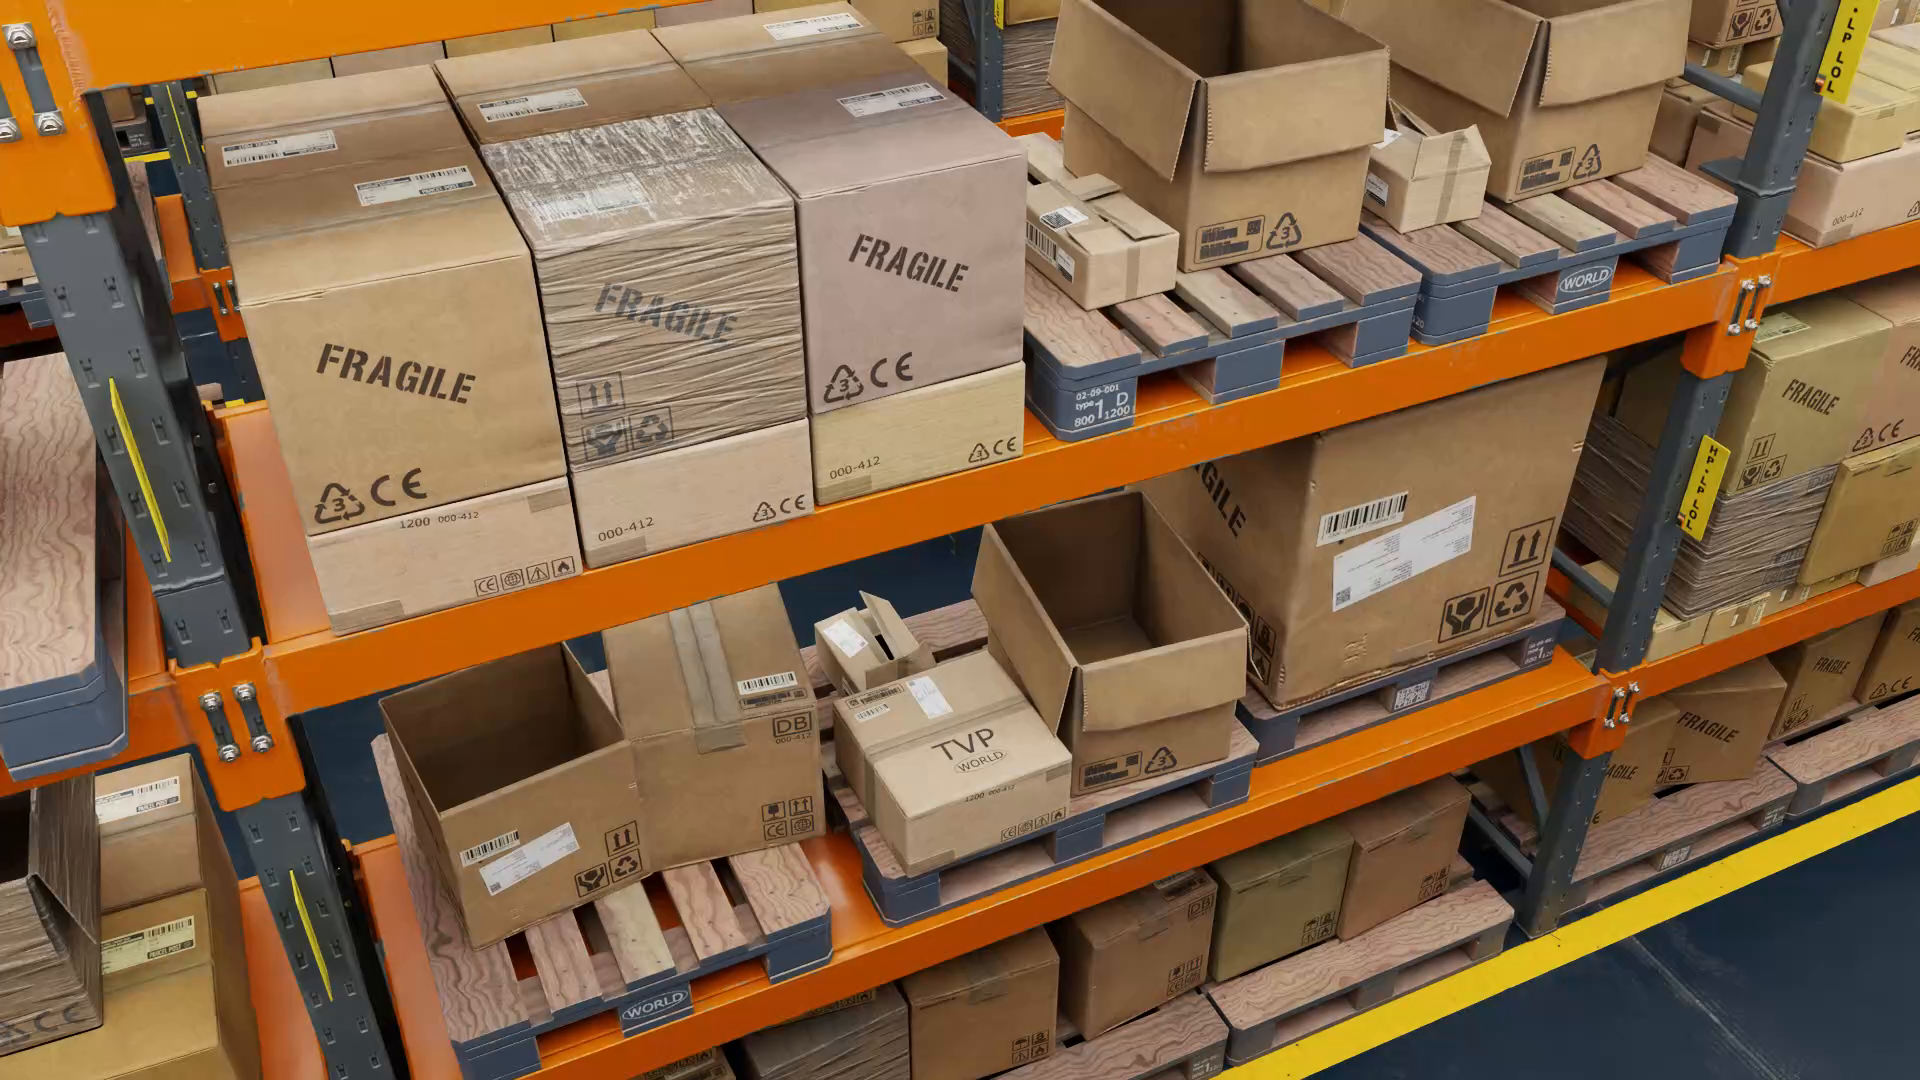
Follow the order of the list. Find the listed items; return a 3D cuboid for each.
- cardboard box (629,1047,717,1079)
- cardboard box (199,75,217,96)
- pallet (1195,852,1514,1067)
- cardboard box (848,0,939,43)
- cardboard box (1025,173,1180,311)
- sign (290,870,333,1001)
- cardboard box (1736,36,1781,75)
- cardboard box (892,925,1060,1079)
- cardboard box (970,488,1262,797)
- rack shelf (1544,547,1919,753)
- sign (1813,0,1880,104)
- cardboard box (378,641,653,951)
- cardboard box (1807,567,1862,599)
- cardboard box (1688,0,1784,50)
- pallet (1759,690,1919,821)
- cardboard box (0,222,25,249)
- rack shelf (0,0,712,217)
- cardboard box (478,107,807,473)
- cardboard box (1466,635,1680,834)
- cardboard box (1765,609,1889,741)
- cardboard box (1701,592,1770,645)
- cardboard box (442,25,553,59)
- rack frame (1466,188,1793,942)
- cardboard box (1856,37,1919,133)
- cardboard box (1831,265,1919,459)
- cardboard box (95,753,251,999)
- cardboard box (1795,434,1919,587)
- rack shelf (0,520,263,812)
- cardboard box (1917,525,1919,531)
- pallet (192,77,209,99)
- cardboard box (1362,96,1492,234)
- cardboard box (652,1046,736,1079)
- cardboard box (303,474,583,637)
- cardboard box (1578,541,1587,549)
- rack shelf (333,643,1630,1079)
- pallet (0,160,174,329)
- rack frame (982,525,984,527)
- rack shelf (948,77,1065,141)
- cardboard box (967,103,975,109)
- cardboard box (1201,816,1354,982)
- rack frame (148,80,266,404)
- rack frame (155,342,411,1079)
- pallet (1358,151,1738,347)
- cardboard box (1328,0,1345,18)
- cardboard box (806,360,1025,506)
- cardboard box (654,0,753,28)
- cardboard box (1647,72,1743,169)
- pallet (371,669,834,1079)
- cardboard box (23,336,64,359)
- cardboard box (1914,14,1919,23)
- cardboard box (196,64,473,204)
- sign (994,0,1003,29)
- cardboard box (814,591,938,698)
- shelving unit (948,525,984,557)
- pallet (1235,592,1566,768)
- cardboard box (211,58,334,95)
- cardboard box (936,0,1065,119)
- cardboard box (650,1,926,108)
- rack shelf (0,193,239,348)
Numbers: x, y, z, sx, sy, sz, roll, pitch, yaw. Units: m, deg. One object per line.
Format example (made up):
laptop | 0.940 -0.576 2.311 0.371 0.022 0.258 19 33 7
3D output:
cardboard box | -1.049 1.366 4.989 0.500 0.250 0.500 -14 39 -18
cardboard box | -5.338 -3.569 12.397 0.625 0.372 0.950 -18 40 -23
pallet | 1.274 1.331 6.278 1.213 0.211 1.003 -16 39 -20
cardboard box | -0.485 -3.000 8.853 0.500 0.500 0.700 -16 40 -21
cardboard box | 0.324 -0.738 4.052 0.250 0.166 0.380 -17 40 -21
sign | -1.404 0.859 3.601 0.005 0.325 0.100 -16 39 -20
cardboard box | 2.431 -1.548 5.092 0.250 0.149 0.380 -15 39 -19
cardboard box | -0.038 1.378 5.603 0.500 0.500 0.700 -12 38 -16
cardboard box | 0.448 0.292 4.899 0.637 0.503 0.797 -12 38 -15
rack shelf | 3.789 -0.204 6.611 4.000 0.370 1.077 -16 39 -20
sign | 2.217 -1.259 4.147 0.005 0.325 0.100 -16 39 -20
cardboard box | -1.171 0.659 4.407 0.500 0.500 0.500 -21 41 -25
cardboard box | 2.969 0.019 5.917 0.250 0.149 0.380 -16 39 -20
cardboard box | 2.277 -1.803 4.892 0.500 0.500 0.500 -17 40 -21
pallet | 3.677 0.633 7.219 1.213 0.211 1.003 -16 39 -20
cardboard box | -4.153 -1.423 7.259 0.250 0.149 0.380 -14 39 -18
rack shelf | 0.168 -1.440 3.578 4.000 0.370 1.077 -16 39 -20
cardboard box | -0.647 -0.526 3.420 0.500 0.500 0.500 -15 39 -20
cardboard box | 2.357 0.769 6.441 0.500 0.500 0.500 -17 40 -21
cardboard box | 3.401 0.421 6.911 0.500 0.500 0.500 -19 41 -24
cardboard box | 2.533 0.166 5.719 0.250 0.149 0.380 -16 39 -20
cardboard box | -2.327 -2.484 8.158 0.500 0.500 0.700 -16 40 -21
rack frame | 1.978 0.014 5.714 0.127 3.000 1.000 -16 39 -20
cardboard box | 2.616 -1.311 4.773 0.250 0.149 0.380 -18 40 -22
cardboard box | 2.946 -0.652 5.438 0.500 0.500 0.500 -16 39 -20
cardboard box | -2.198 0.962 4.351 0.500 0.500 0.500 -14 39 -19
cardboard box | 2.880 -0.334 5.849 0.500 0.500 0.875 -16 39 -20
rack shelf | -3.453 0.616 2.987 4.000 0.370 1.077 -16 39 -20
cardboard box | 3.422 -0.107 6.088 0.250 0.149 0.380 -16 39 -20
pallet | -5.145 -3.395 12.650 1.213 0.211 1.003 -16 39 -20
cardboard box | 1.170 -1.014 4.342 0.258 0.266 0.396 -14 39 -18
cardboard box | -1.045 1.673 5.206 0.500 0.500 0.700 -18 40 -22
cardboard box | -1.109 -0.100 3.475 0.500 0.250 0.500 -15 39 -19
cardboard box | 2.278 -0.157 6.154 0.250 0.149 0.380 -16 39 -20
rack shelf | 0.168 0.809 5.246 4.000 0.370 1.077 -16 39 -20
pallet | -4.258 -1.360 7.726 1.003 0.211 1.213 -16 39 -20
rack frame | 0.096 -0.509 7.929 0.006 1.200 0.240 -16 39 -20
rack shelf | 1.773 -2.904 10.251 4.000 0.370 1.077 -16 39 -20
cardboard box | 0.562 -2.124 10.026 0.875 0.875 0.875 -15 39 -19
cardboard box | 0.974 1.095 5.985 0.500 0.500 0.700 -16 39 -20
rack frame | -3.659 -1.674 7.990 0.127 3.000 1.000 -16 39 -20
rack frame | -1.643 1.026 4.349 0.127 3.000 1.000 -16 39 -20
pallet | 1.374 -1.017 4.743 1.003 0.211 1.213 -16 39 -20
cardboard box | 2.218 -3.416 10.212 0.550 0.550 0.875 -16 39 -20
cardboard box | -0.183 -0.365 3.833 0.500 0.250 0.500 -15 39 -19
cardboard box | -1.407 -2.741 8.504 0.500 0.500 0.700 -15 39 -20
cardboard box | 2.280 -1.387 5.210 0.500 0.250 0.500 -14 39 -18
pallet | -1.043 0.865 4.727 1.003 0.211 1.213 -16 39 -20
cardboard box | -4.166 -0.826 7.962 0.500 0.250 0.500 -17 40 -21
cardboard box | 3.074 -1.454 4.966 0.250 0.149 0.380 -14 39 -19
cardboard box | -1.317 -0.675 3.621 0.500 0.500 0.500 -15 39 -19
sign | 0.202 -2.830 8.642 0.005 0.325 0.100 -16 39 -20
cardboard box | -0.248 0.344 5.029 0.258 0.266 0.396 -17 40 -21
shelving unit | 0.013 -0.486 7.898 0.189 1.200 0.258 -16 39 -20
pallet | 1.225 0.206 5.616 1.213 0.211 1.003 -16 39 -20
cardboard box | -3.248 -2.224 7.808 0.500 0.500 0.700 -16 39 -20
cardboard box | 0.291 -2.847 9.445 0.550 0.550 0.875 -16 39 -20
cardboard box | -0.403 -0.928 3.962 0.500 0.500 0.500 -15 39 -19
rack shelf | -5.469 -0.879 7.521 4.000 0.370 1.077 -16 39 -20
